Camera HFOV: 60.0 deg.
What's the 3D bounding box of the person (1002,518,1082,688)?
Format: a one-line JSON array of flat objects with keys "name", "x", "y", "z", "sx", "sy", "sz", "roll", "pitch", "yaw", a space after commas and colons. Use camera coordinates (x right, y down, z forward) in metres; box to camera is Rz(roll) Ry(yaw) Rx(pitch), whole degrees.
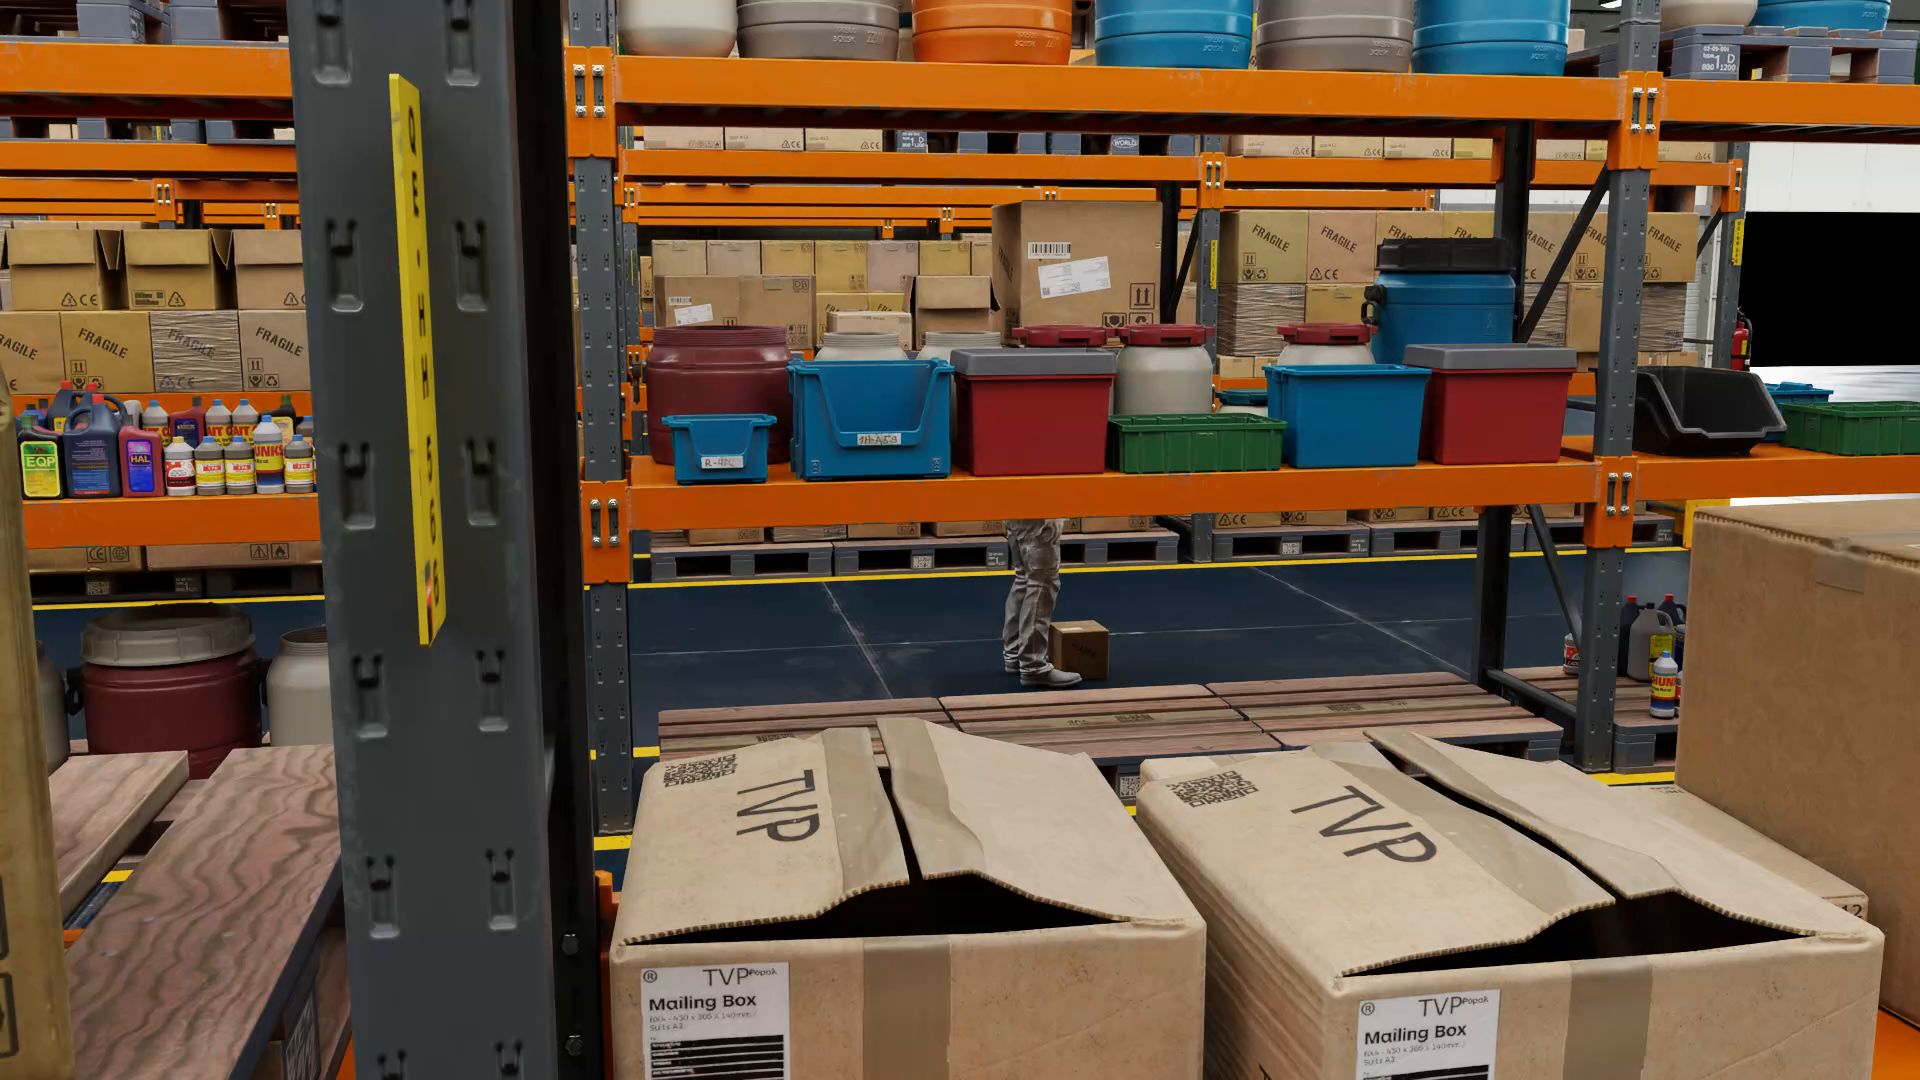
[{"name": "person", "x": 0.383, "y": -0.171, "z": 8.379, "sx": 0.451, "sy": 1.773, "sz": 0.615, "roll": -2, "pitch": 10, "yaw": -11}]
